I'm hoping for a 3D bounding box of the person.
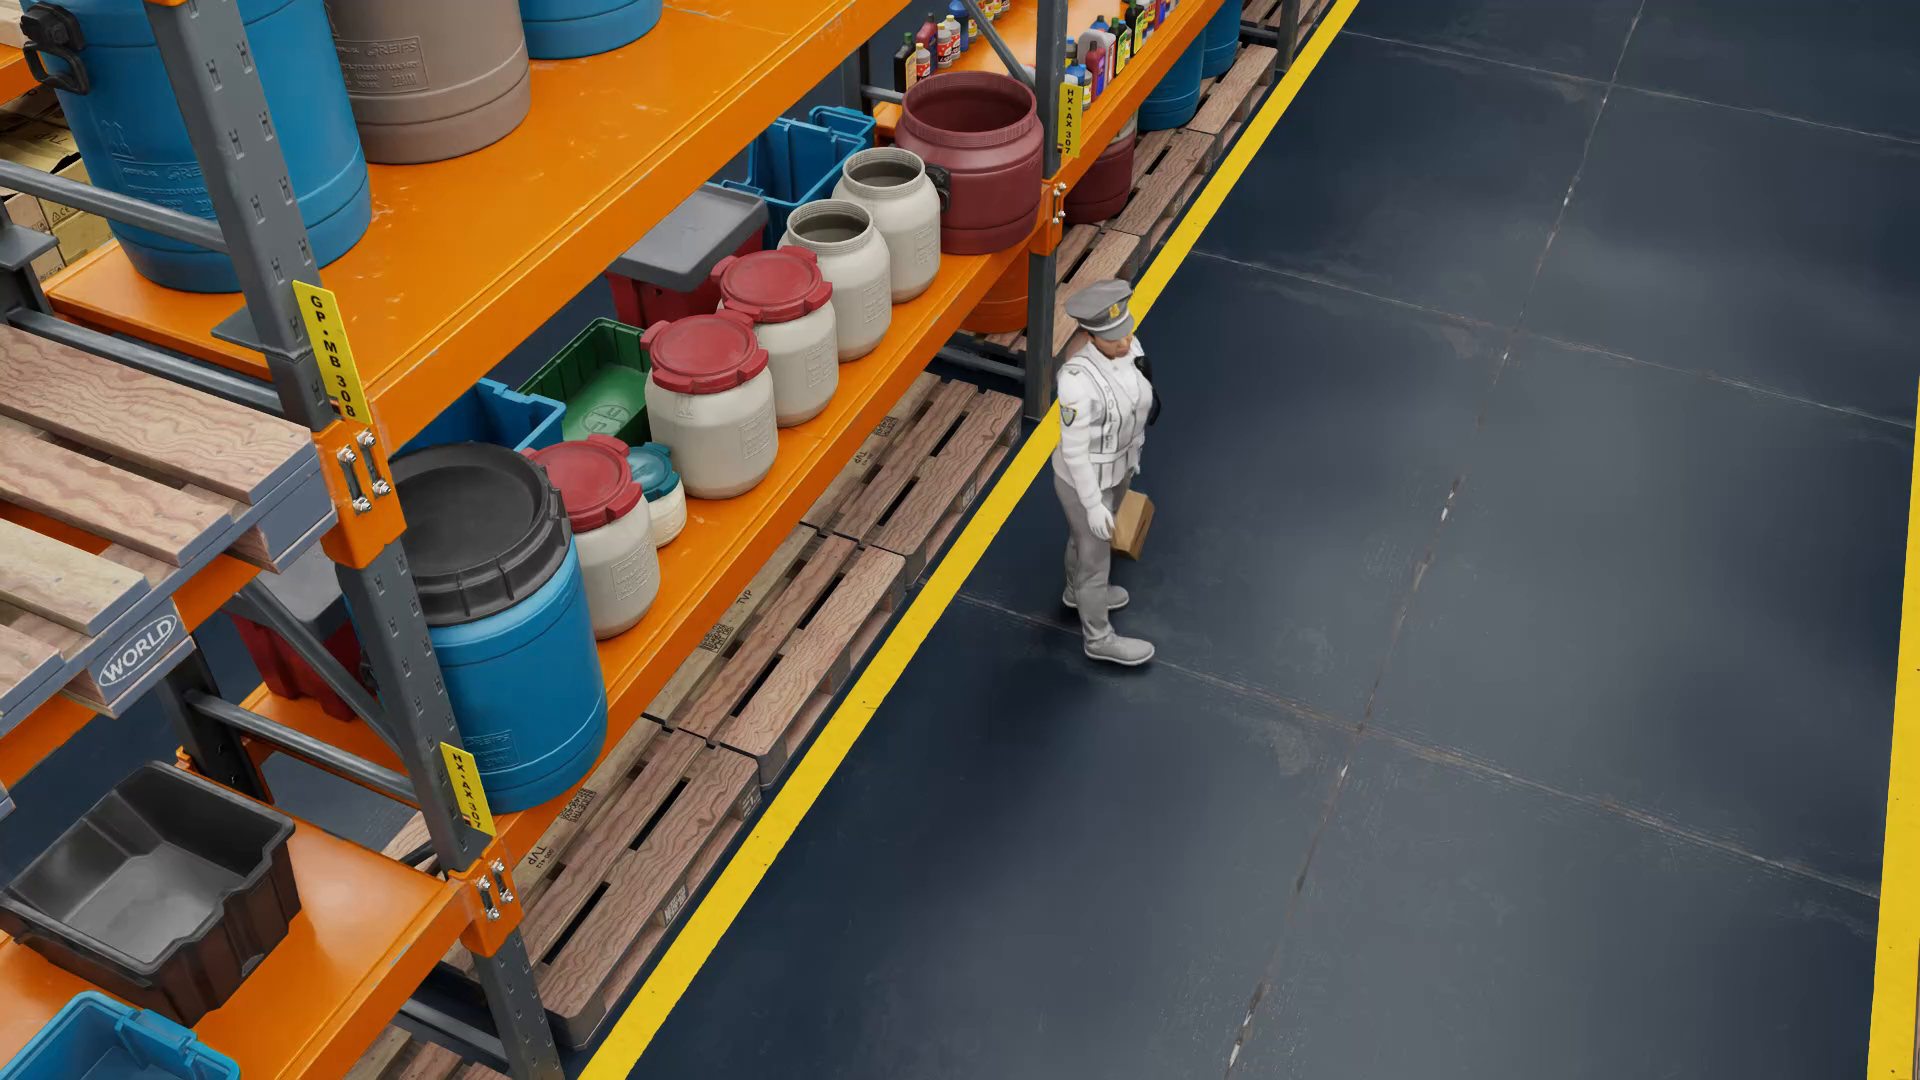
[{"bbox_3d":[0.611,-0.243,6.380,0.501,1.689,0.522,22,47,22],"label":"person"}]
